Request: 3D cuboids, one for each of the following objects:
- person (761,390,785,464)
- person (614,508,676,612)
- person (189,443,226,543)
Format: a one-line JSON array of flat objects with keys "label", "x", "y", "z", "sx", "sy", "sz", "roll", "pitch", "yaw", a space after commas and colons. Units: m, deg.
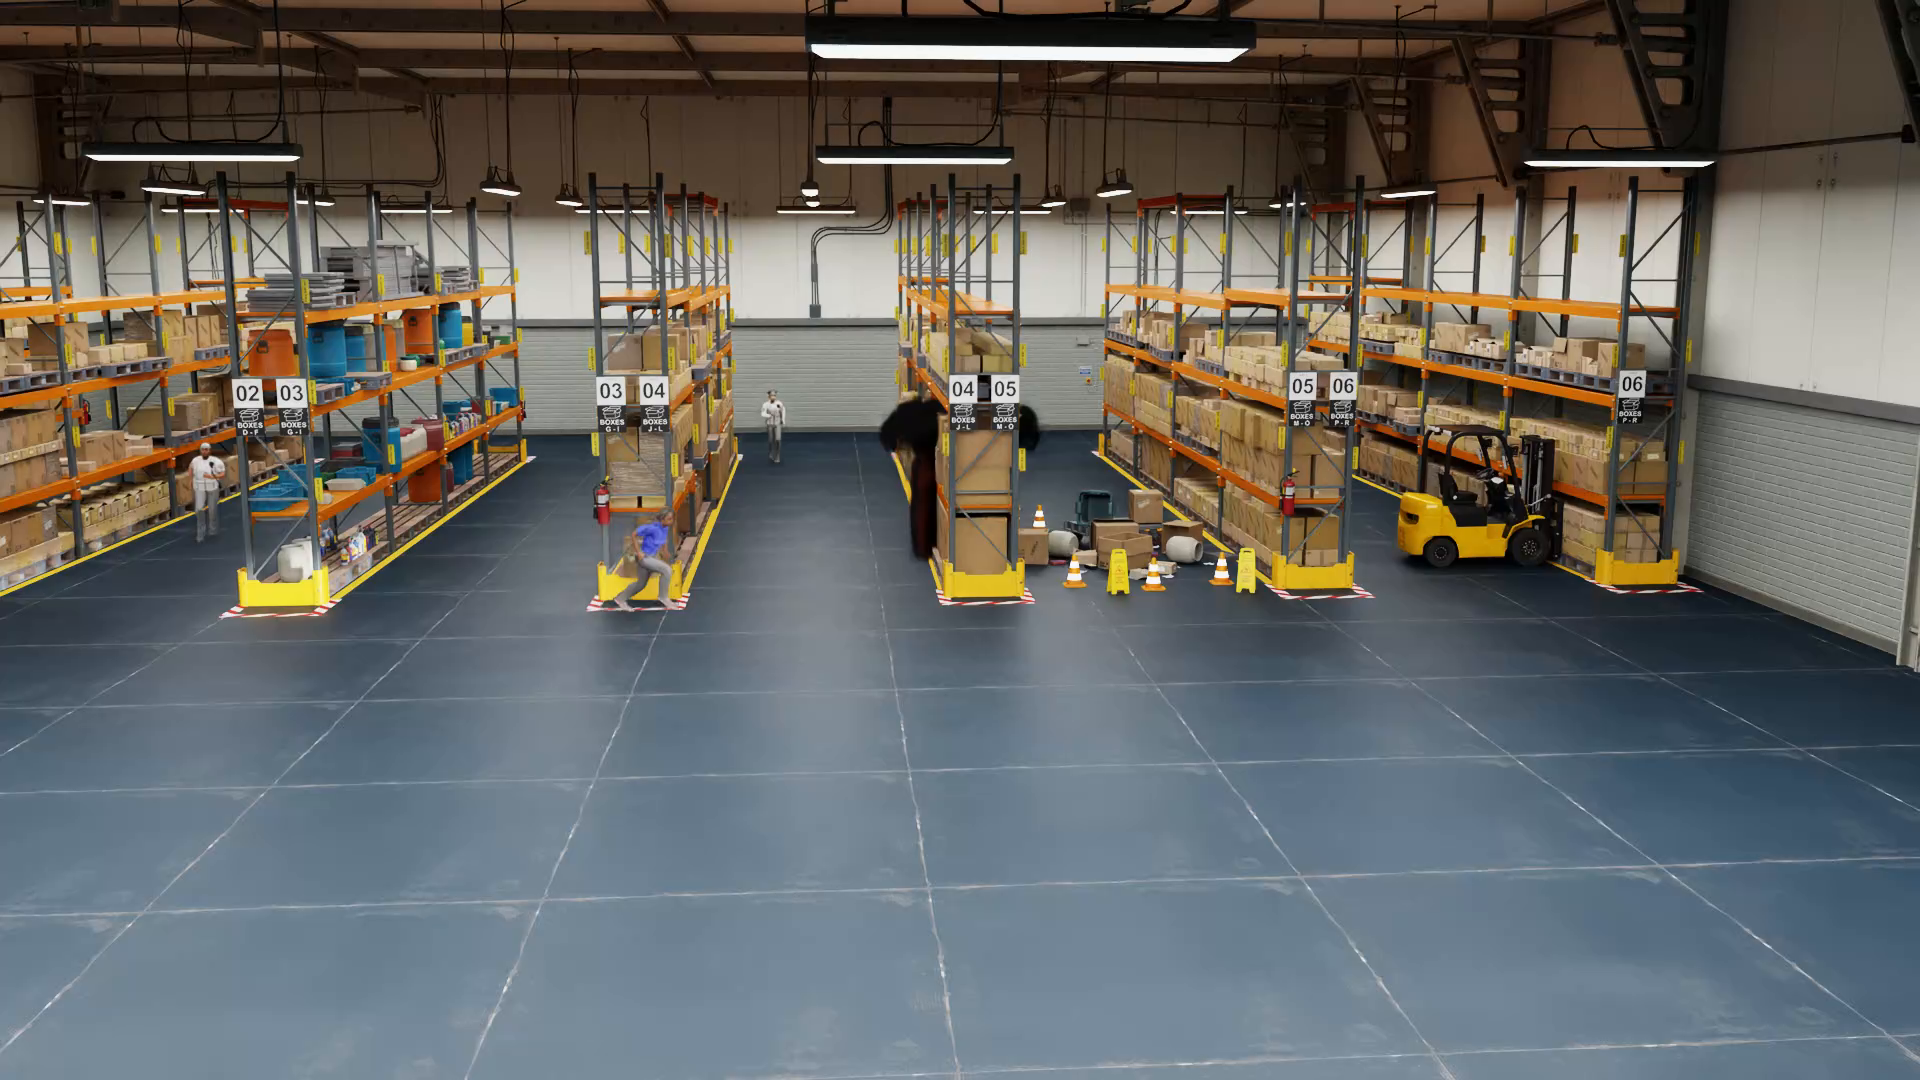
[{"label": "person", "x": -4.359, "y": -2.654, "z": 38.899, "sx": 0.572, "sy": 1.736, "sz": 0.813, "roll": -1, "pitch": 10, "yaw": -8}, {"label": "person", "x": -4.275, "y": 0.291, "z": 22.396, "sx": 1.004, "sy": 1.473, "sz": 0.617, "roll": 5, "pitch": 11, "yaw": 25}, {"label": "person", "x": -12.973, "y": -0.836, "z": 28.702, "sx": 0.600, "sy": 1.712, "sz": 0.697, "roll": -3, "pitch": 10, "yaw": -17}]
